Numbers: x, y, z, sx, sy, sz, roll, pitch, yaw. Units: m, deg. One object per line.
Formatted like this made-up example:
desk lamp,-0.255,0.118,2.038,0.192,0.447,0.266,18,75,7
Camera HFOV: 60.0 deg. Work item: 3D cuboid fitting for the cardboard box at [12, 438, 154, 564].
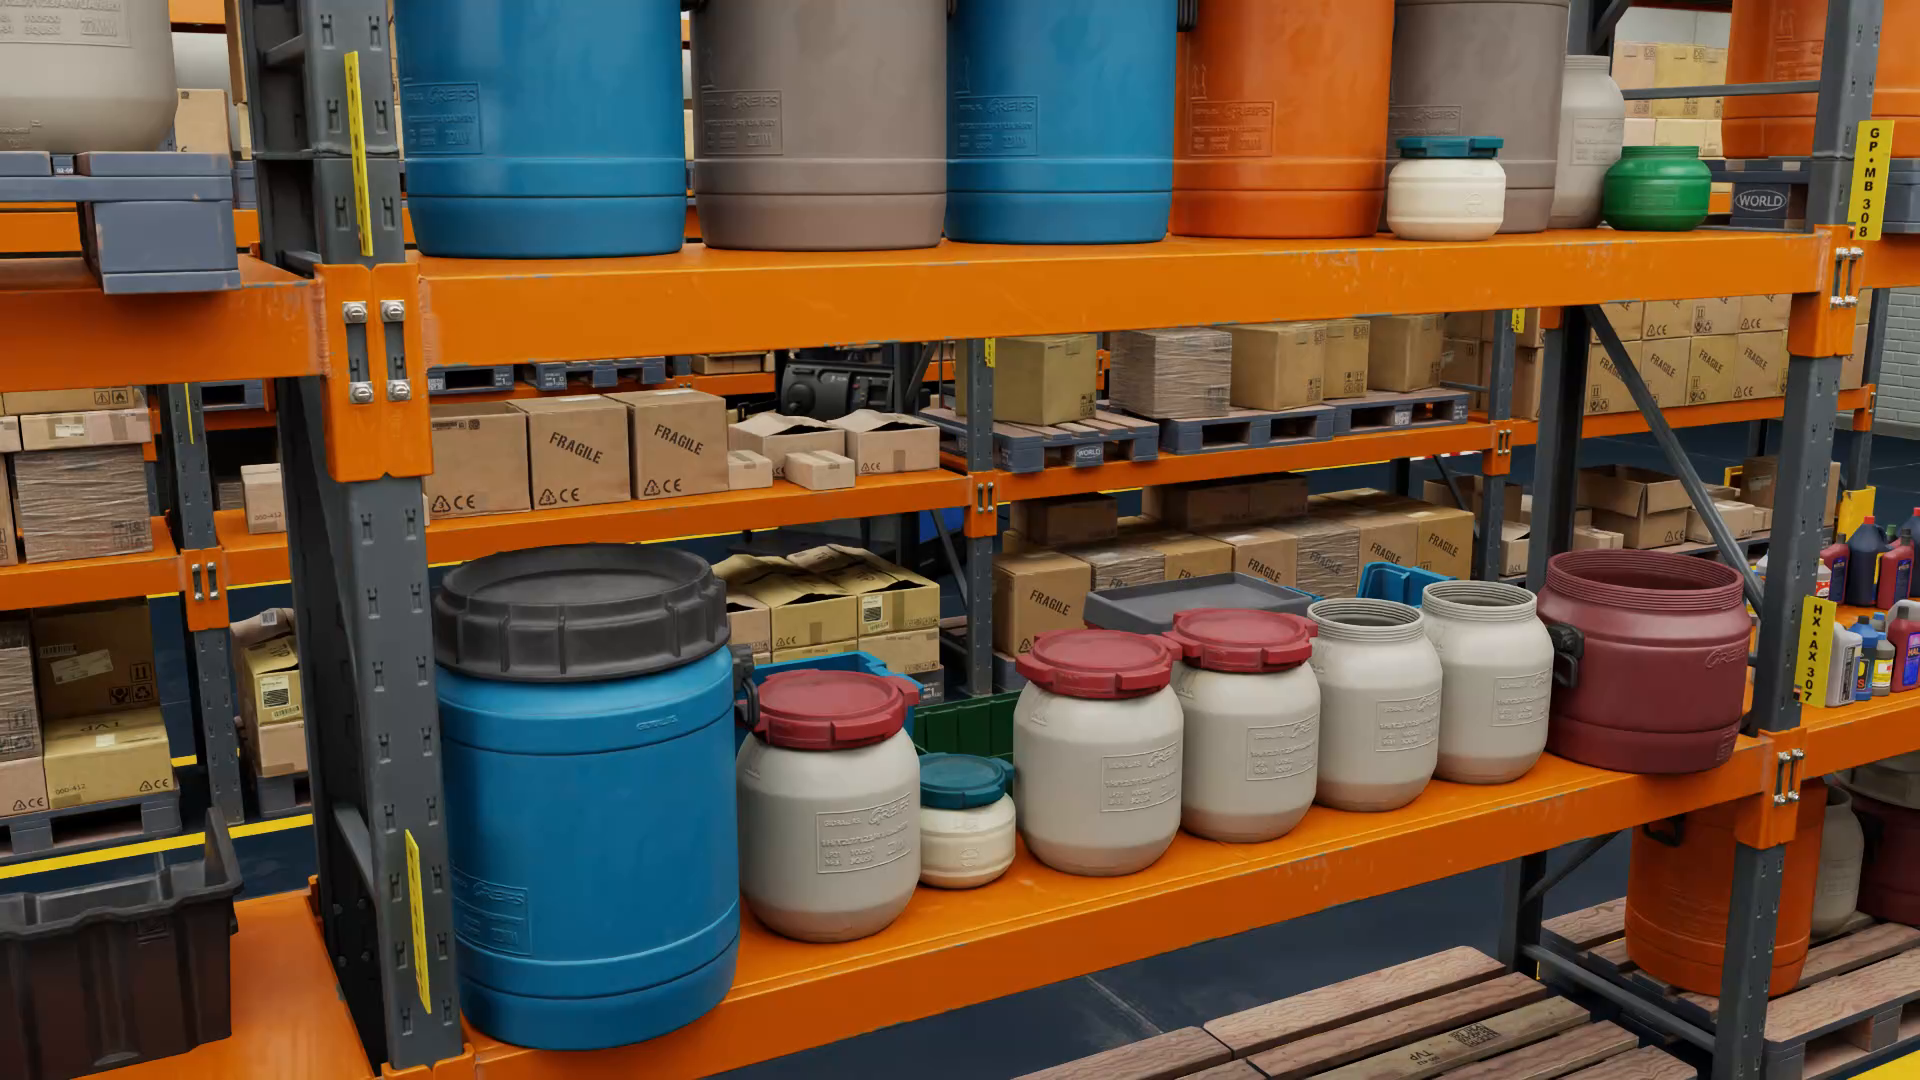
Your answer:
cardboard box,-4.002,-0.230,7.569,0.500,0.500,0.700,-7,15,-29

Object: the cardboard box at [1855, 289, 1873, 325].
cardboard box,6.658,-1.928,12.838,0.500,0.500,0.500,-7,14,-28

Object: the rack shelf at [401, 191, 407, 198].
rack shelf,-4.237,-2.506,12.718,4.000,0.370,1.077,-7,14,-28

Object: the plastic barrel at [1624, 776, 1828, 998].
plastic barrel,2.686,1.105,5.855,0.708,0.830,0.600,-7,14,-28

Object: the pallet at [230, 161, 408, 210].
pallet,-2.848,-1.694,7.908,1.217,0.209,0.805,-8,15,-30

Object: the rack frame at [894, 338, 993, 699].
rack frame,-0.105,-0.649,9.663,0.127,3.000,1.000,-7,14,-28

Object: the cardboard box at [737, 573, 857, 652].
cardboard box,-0.900,0.372,9.153,0.500,0.311,0.500,-7,14,-29

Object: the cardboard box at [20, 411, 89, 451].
cardboard box,-3.970,-0.498,7.287,0.250,0.149,0.380,-7,15,-29

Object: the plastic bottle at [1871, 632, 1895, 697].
plastic bottle,3.000,0.402,5.443,0.097,0.201,0.097,0,13,0

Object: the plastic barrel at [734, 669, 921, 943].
plastic barrel,-0.301,0.602,3.794,0.433,0.535,0.433,0,13,0

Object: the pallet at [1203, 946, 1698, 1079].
pallet,1.566,1.740,5.397,1.213,0.211,1.003,-7,14,-28

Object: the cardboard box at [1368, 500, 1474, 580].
cardboard box,3.110,0.042,11.283,0.500,0.500,0.500,-7,14,-28

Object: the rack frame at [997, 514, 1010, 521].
rack frame,0.359,-1.067,13.570,0.015,2.100,0.400,-7,14,-28

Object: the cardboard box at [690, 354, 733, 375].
cardboard box,-2.082,-1.481,13.884,0.250,0.149,0.380,-7,14,-29

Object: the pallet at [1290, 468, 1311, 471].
pallet,2.806,-0.858,16.942,1.213,0.211,1.003,-7,14,-28

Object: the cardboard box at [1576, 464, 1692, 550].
cardboard box,5.052,-0.266,12.641,0.637,0.503,0.797,-7,14,-28

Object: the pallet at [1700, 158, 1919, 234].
pallet,2.983,-1.127,5.385,1.213,0.211,1.003,-7,14,-28

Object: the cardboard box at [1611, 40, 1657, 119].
cardboard box,4.321,-3.154,11.455,0.500,0.500,0.700,-7,14,-28

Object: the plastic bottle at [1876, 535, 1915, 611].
plastic bottle,3.650,0.126,6.484,0.133,0.283,0.061,-7,14,-28

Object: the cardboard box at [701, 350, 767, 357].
cardboard box,-1.933,-1.809,13.865,0.500,0.500,0.500,-6,14,-26

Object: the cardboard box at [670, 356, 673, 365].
cardboard box,-2.319,-1.575,14.300,0.250,0.149,0.380,-7,14,-27

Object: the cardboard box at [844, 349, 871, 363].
cardboard box,-0.966,-1.622,14.509,0.250,0.149,0.380,-7,14,-27

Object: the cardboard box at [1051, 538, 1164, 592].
cardboard box,0.888,0.306,10.107,0.500,0.500,0.500,-7,15,-30

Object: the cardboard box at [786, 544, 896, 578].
cardboard box,-0.705,0.212,9.864,0.500,0.311,0.500,-6,14,-26

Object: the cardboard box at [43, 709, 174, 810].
cardboard box,-3.918,0.999,7.645,0.500,0.250,0.500,-7,14,-28

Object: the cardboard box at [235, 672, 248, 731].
cardboard box,-3.391,0.808,8.491,0.500,0.250,0.500,-7,14,-28

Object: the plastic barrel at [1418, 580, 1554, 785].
plastic barrel,1.464,0.400,4.744,0.421,0.512,0.421,0,13,0

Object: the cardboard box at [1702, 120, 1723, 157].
cardboard box,5.273,-2.864,11.873,0.500,0.250,0.500,-7,14,-28

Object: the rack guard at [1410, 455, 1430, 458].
rack guard,4.561,-1.228,17.929,0.348,0.500,1.175,-7,14,-28

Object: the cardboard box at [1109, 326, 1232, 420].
cardboard box,1.288,-1.050,10.261,0.500,0.500,0.700,-4,13,-17

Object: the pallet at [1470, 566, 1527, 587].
pallet,4.009,0.218,12.159,1.213,0.211,1.003,-7,14,-28

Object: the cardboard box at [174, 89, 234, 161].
cardboard box,-5.475,-2.942,11.834,0.500,0.500,0.500,-5,13,-20

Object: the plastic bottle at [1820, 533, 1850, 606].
plastic bottle,3.419,0.117,6.521,0.133,0.283,0.061,-7,14,-28

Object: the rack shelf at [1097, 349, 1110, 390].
rack shelf,2.785,-1.884,16.787,4.000,0.370,1.077,-7,14,-28

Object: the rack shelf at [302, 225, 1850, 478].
rack shelf,0.510,-0.596,4.234,4.000,0.370,1.077,-7,14,-28

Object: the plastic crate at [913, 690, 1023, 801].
plastic crate,0.147,0.592,4.629,0.662,0.188,0.450,-7,14,-28

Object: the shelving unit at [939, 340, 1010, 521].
shelving unit,0.145,-1.042,13.456,0.503,2.100,0.431,-7,14,-28

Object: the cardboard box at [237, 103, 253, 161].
cardboard box,-3.071,-1.887,7.714,0.500,0.250,0.500,-5,14,-22

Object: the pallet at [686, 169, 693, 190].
pallet,-1.942,-3.053,13.941,1.003,0.211,1.213,-6,14,-25

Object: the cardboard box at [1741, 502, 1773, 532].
cardboard box,6.159,-0.193,13.088,0.250,0.166,0.380,-7,14,-28

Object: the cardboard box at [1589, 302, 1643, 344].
cardboard box,4.407,-1.657,11.633,0.500,0.500,0.500,-7,15,-30

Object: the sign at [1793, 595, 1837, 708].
sign,2.535,0.331,4.934,0.005,0.325,0.100,-7,14,-28

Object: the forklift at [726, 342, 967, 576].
forklift,-0.963,-1.067,11.673,1.130,2.935,3.031,7,14,27

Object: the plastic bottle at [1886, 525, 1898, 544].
plastic bottle,3.698,0.084,6.670,0.133,0.283,0.061,-7,14,-28

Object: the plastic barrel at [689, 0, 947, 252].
plastic barrel,-0.329,-1.146,3.895,0.600,0.901,0.600,0,13,0

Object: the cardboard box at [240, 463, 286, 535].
cardboard box,-3.205,-0.216,8.077,0.500,0.250,0.500,-6,14,-24

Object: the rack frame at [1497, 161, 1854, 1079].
rack frame,2.265,0.306,5.420,0.127,3.000,1.000,-7,14,-28

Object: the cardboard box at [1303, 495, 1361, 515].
cardboard box,2.402,-0.003,11.483,0.500,0.500,0.500,-7,14,-27

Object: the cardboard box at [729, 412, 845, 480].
cardboard box,-0.983,-0.549,9.421,0.500,0.311,0.500,-7,14,-29

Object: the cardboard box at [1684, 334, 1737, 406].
cardboard box,5.318,-1.281,12.240,0.500,0.500,0.500,-7,14,-29

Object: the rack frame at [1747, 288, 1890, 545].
rack frame,6.917,-1.491,13.403,0.127,3.000,1.000,-7,14,-28
